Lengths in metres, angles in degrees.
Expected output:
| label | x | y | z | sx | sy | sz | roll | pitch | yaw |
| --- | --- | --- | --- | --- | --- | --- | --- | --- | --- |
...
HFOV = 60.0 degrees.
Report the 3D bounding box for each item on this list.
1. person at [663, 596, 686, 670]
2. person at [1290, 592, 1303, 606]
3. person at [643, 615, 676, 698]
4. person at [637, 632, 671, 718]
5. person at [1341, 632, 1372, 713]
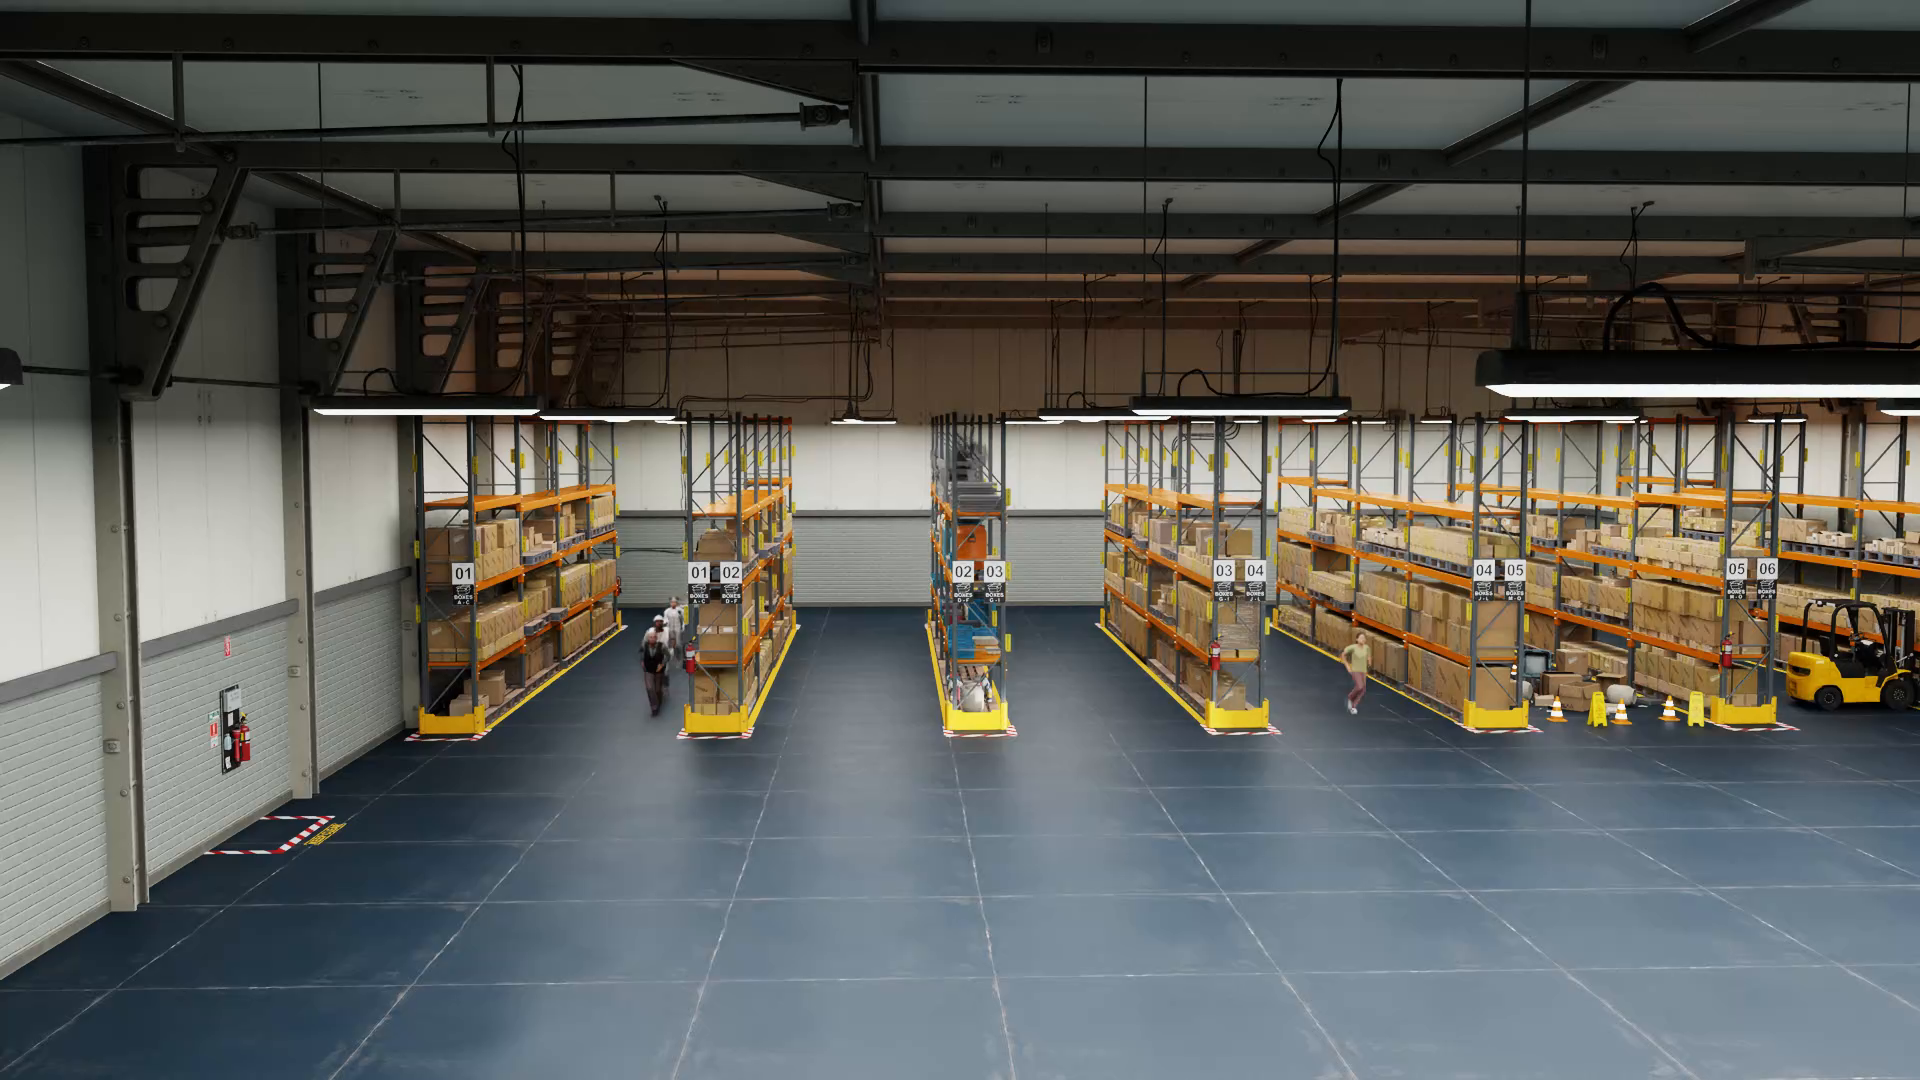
| label | x | y | z | sx | sy | sz | roll | pitch | yaw |
| --- | --- | --- | --- | --- | --- | --- | --- | --- | --- |
| person | -6.775 | 2.198 | 39.506 | 0.594 | 1.753 | 0.753 | 0 | 4 | 1 |
| person | 9.985 | 1.544 | 48.992 | 0.580 | 1.723 | 0.705 | 3 | 5 | 35 |
| person | -6.334 | 2.459 | 34.995 | 0.681 | 1.754 | 0.631 | -1 | 4 | -8 |
| person | -6.098 | 2.649 | 33.204 | 0.675 | 1.711 | 0.940 | 0 | 4 | -2 |
| person | 7.961 | 2.647 | 33.166 | 0.582 | 1.628 | 0.568 | -1 | 4 | -19 |
